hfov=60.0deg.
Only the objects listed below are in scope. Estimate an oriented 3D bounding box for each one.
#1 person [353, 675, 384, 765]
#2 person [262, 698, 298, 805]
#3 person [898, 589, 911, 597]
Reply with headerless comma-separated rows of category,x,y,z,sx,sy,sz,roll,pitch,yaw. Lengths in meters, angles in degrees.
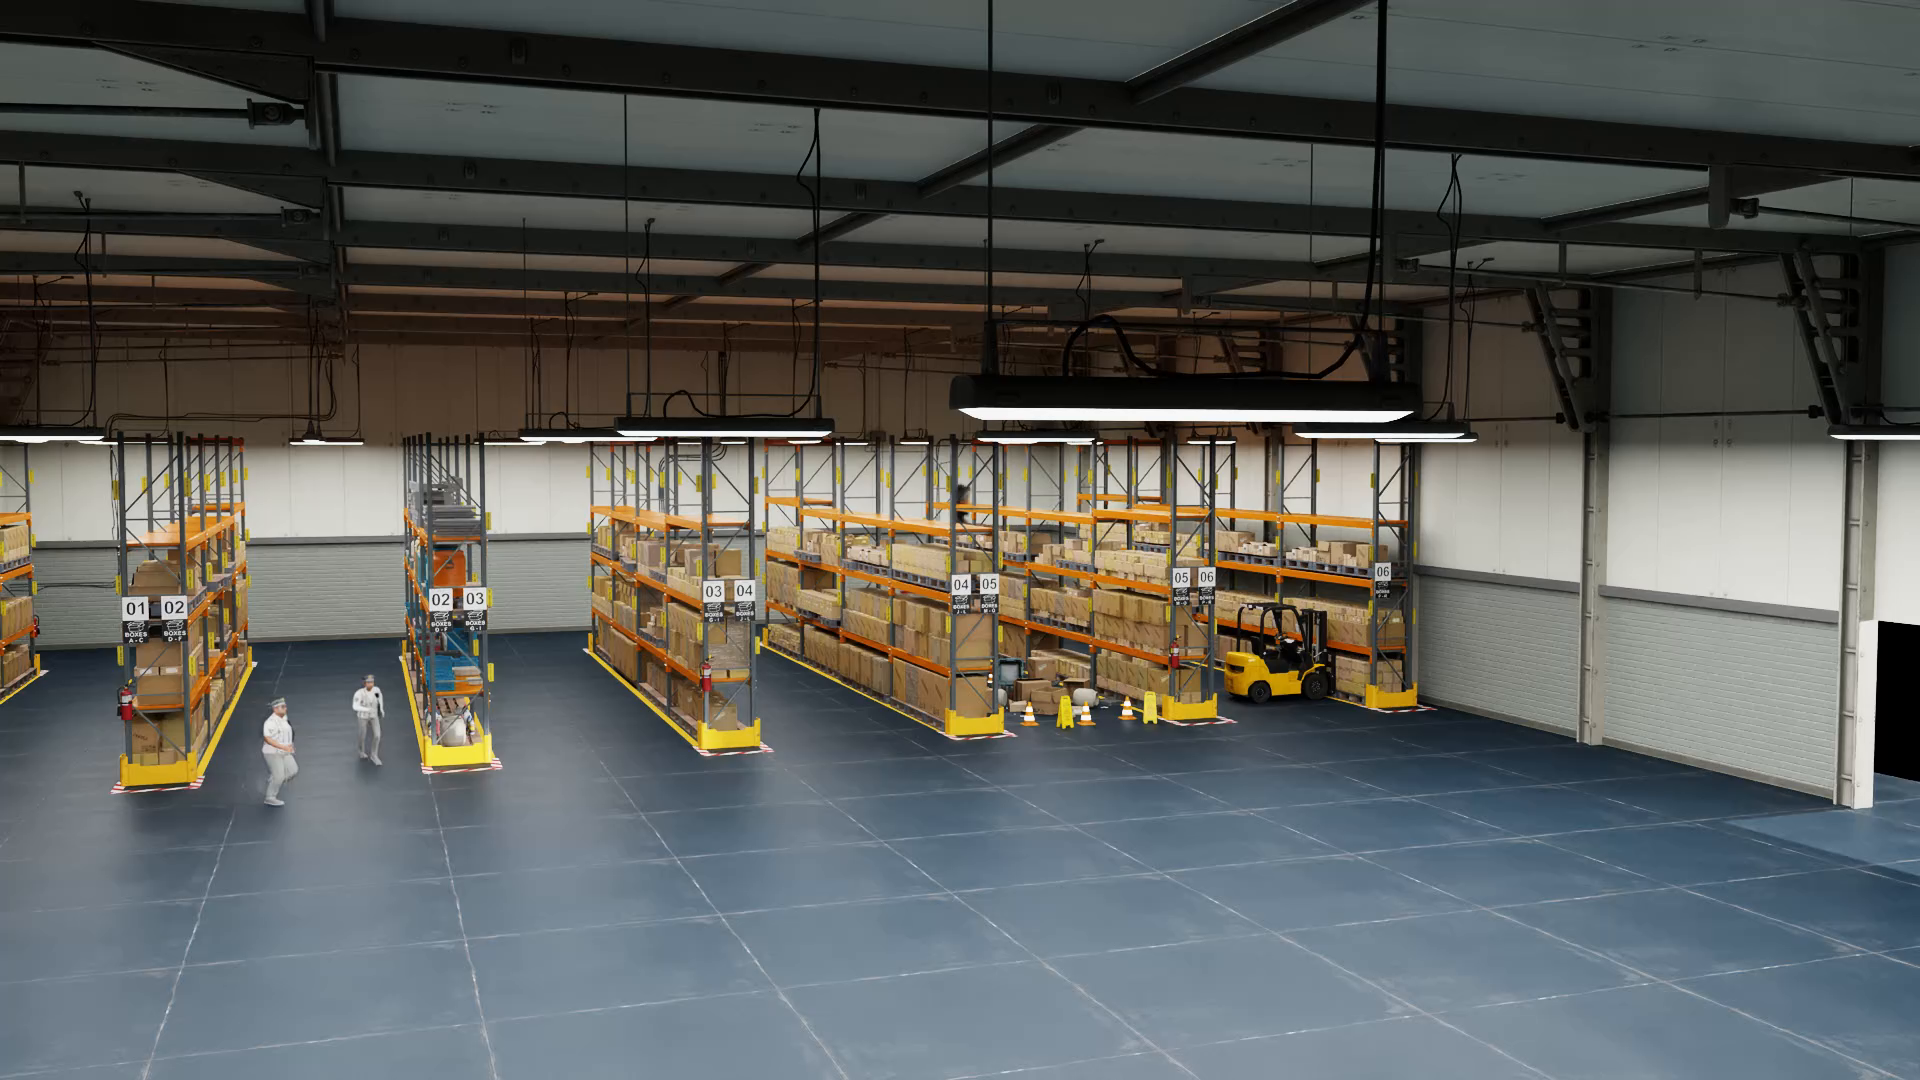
person,-10.752,3.244,30.219,0.601,1.656,0.893,-2,4,-32
person,-10.903,3.383,26.664,0.626,1.724,0.650,0,3,7
person,-1.767,1.891,53.557,0.855,1.784,0.659,-3,4,-42
